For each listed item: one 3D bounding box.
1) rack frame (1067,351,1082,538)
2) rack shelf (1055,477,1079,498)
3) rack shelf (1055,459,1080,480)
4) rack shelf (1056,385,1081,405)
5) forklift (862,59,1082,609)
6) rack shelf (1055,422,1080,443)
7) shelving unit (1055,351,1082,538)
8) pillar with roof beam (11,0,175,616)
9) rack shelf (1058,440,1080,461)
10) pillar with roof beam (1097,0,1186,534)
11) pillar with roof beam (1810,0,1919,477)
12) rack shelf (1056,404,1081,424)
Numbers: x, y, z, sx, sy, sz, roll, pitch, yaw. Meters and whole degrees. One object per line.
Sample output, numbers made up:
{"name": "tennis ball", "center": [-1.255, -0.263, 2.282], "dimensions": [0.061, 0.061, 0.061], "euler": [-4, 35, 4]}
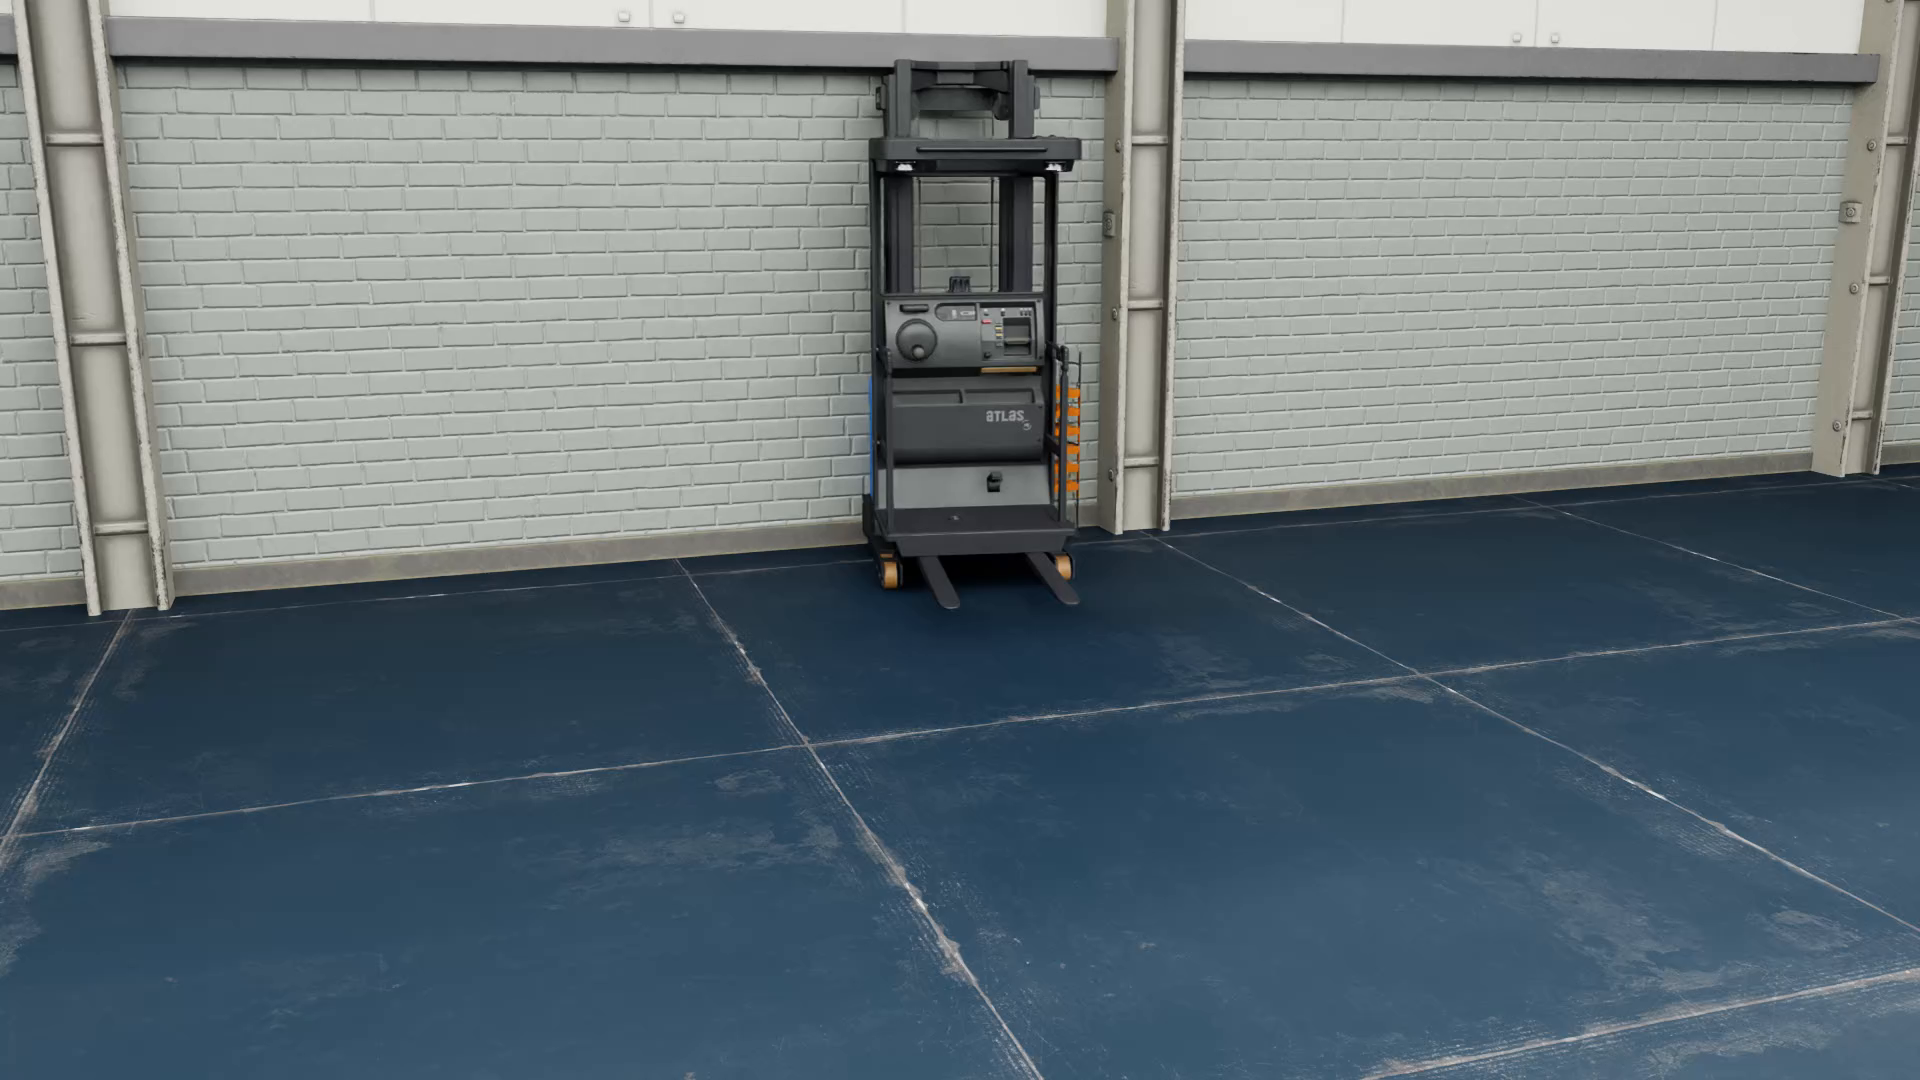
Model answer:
{"name": "rack frame", "center": [0.714, -0.621, 10.661], "dimensions": [0.006, 1.200, 0.240], "euler": [-5, 14, -22]}
{"name": "rack shelf", "center": [0.629, -0.336, 10.693], "dimensions": [0.180, 0.103, 0.258], "euler": [-5, 14, -22]}
{"name": "rack shelf", "center": [0.629, -0.453, 10.665], "dimensions": [0.180, 0.103, 0.258], "euler": [-5, 14, -22]}
{"name": "rack shelf", "center": [0.629, -0.920, 10.554], "dimensions": [0.180, 0.103, 0.258], "euler": [-5, 14, -22]}
{"name": "forklift", "center": [0.059, -1.228, 9.471], "dimensions": [1.130, 2.935, 3.031], "euler": [-2, 13, -7]}
{"name": "rack shelf", "center": [0.629, -0.687, 10.610], "dimensions": [0.180, 0.103, 0.258], "euler": [-5, 14, -22]}
{"name": "shelving unit", "center": [0.629, -0.613, 10.627], "dimensions": [0.189, 1.200, 0.258], "euler": [-5, 14, -22]}
{"name": "pillar with roof beam", "center": [-3.170, -3.075, 4.123], "dimensions": [0.400, 9.000, 9.100], "euler": [-4, 14, -18]}
{"name": "rack shelf", "center": [0.629, -0.570, 10.637], "dimensions": [0.180, 0.103, 0.258], "euler": [-5, 14, -22]}
{"name": "pillar with roof beam", "center": [2.517, -3.518, 5.985], "dimensions": [0.400, 9.000, 9.100], "euler": [-4, 14, -18]}
{"name": "pillar with roof beam", "center": [8.204, -3.960, 7.847], "dimensions": [0.400, 9.000, 9.100], "euler": [-4, 14, -18]}
{"name": "rack shelf", "center": [0.629, -0.803, 10.582], "dimensions": [0.180, 0.103, 0.258], "euler": [-5, 14, -22]}
